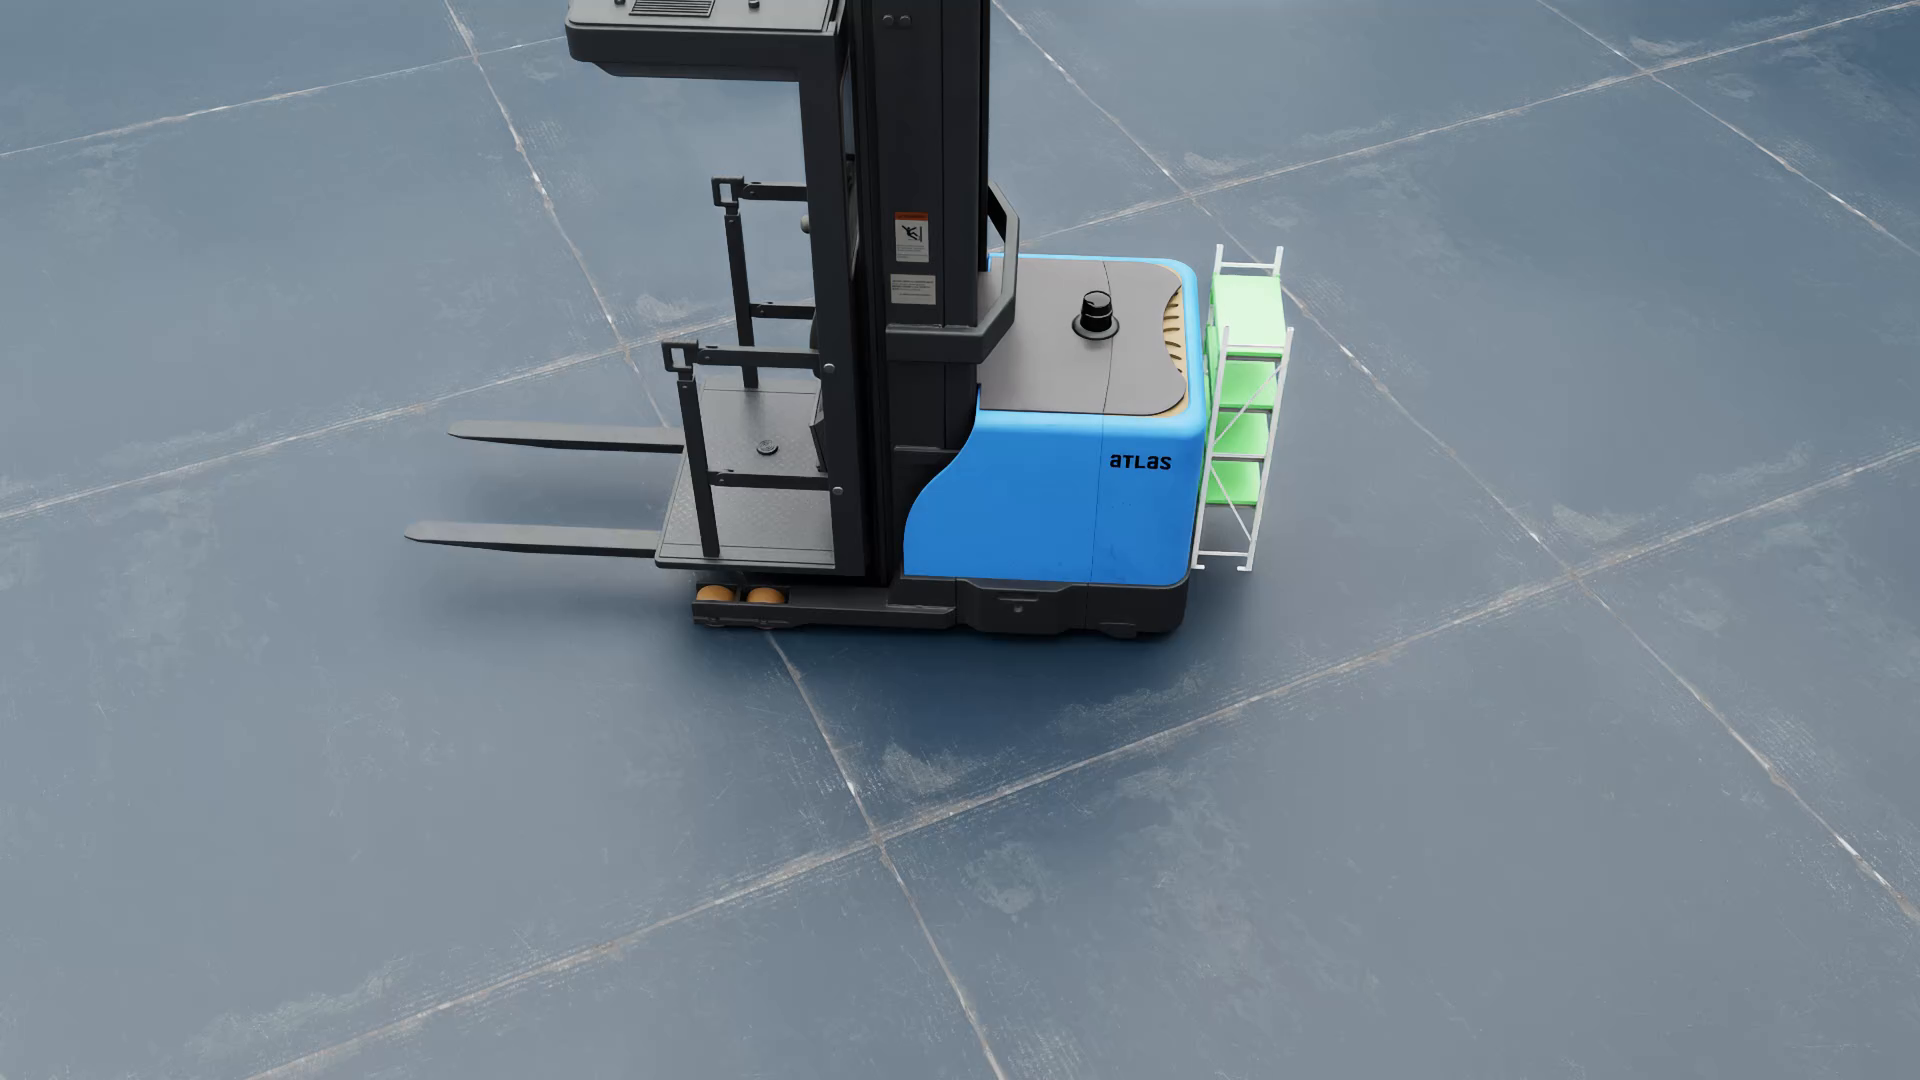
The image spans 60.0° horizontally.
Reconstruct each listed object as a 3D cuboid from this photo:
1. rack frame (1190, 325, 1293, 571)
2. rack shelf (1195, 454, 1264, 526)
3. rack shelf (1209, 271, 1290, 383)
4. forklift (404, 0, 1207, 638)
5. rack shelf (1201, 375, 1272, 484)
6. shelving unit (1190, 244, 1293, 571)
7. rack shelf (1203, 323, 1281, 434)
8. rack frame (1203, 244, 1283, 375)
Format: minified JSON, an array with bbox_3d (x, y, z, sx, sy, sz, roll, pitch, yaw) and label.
[{"bbox_3d":[1.040,-0.313,6.213,0.240,1.200,0.015,3,45,3],"label":"rack frame"},{"bbox_3d":[1.056,-0.268,6.600,0.258,0.148,0.480,3,45,3],"label":"rack shelf"},{"bbox_3d":[1.056,-0.781,6.095,0.258,0.148,0.480,3,45,3],"label":"rack shelf"},{"bbox_3d":[-0.629,-1.070,5.748,3.031,2.935,1.130,2,45,2],"label":"forklift"},{"bbox_3d":[1.056,-0.439,6.432,0.258,0.148,0.480,3,45,3],"label":"rack shelf"},{"bbox_3d":[1.056,-0.484,6.387,0.258,1.200,0.503,3,45,3],"label":"shelving unit"},{"bbox_3d":[1.056,-0.610,6.263,0.258,0.148,0.480,3,45,3],"label":"rack shelf"},{"bbox_3d":[1.071,-0.656,6.560,0.240,1.200,0.015,3,45,3],"label":"rack frame"}]
